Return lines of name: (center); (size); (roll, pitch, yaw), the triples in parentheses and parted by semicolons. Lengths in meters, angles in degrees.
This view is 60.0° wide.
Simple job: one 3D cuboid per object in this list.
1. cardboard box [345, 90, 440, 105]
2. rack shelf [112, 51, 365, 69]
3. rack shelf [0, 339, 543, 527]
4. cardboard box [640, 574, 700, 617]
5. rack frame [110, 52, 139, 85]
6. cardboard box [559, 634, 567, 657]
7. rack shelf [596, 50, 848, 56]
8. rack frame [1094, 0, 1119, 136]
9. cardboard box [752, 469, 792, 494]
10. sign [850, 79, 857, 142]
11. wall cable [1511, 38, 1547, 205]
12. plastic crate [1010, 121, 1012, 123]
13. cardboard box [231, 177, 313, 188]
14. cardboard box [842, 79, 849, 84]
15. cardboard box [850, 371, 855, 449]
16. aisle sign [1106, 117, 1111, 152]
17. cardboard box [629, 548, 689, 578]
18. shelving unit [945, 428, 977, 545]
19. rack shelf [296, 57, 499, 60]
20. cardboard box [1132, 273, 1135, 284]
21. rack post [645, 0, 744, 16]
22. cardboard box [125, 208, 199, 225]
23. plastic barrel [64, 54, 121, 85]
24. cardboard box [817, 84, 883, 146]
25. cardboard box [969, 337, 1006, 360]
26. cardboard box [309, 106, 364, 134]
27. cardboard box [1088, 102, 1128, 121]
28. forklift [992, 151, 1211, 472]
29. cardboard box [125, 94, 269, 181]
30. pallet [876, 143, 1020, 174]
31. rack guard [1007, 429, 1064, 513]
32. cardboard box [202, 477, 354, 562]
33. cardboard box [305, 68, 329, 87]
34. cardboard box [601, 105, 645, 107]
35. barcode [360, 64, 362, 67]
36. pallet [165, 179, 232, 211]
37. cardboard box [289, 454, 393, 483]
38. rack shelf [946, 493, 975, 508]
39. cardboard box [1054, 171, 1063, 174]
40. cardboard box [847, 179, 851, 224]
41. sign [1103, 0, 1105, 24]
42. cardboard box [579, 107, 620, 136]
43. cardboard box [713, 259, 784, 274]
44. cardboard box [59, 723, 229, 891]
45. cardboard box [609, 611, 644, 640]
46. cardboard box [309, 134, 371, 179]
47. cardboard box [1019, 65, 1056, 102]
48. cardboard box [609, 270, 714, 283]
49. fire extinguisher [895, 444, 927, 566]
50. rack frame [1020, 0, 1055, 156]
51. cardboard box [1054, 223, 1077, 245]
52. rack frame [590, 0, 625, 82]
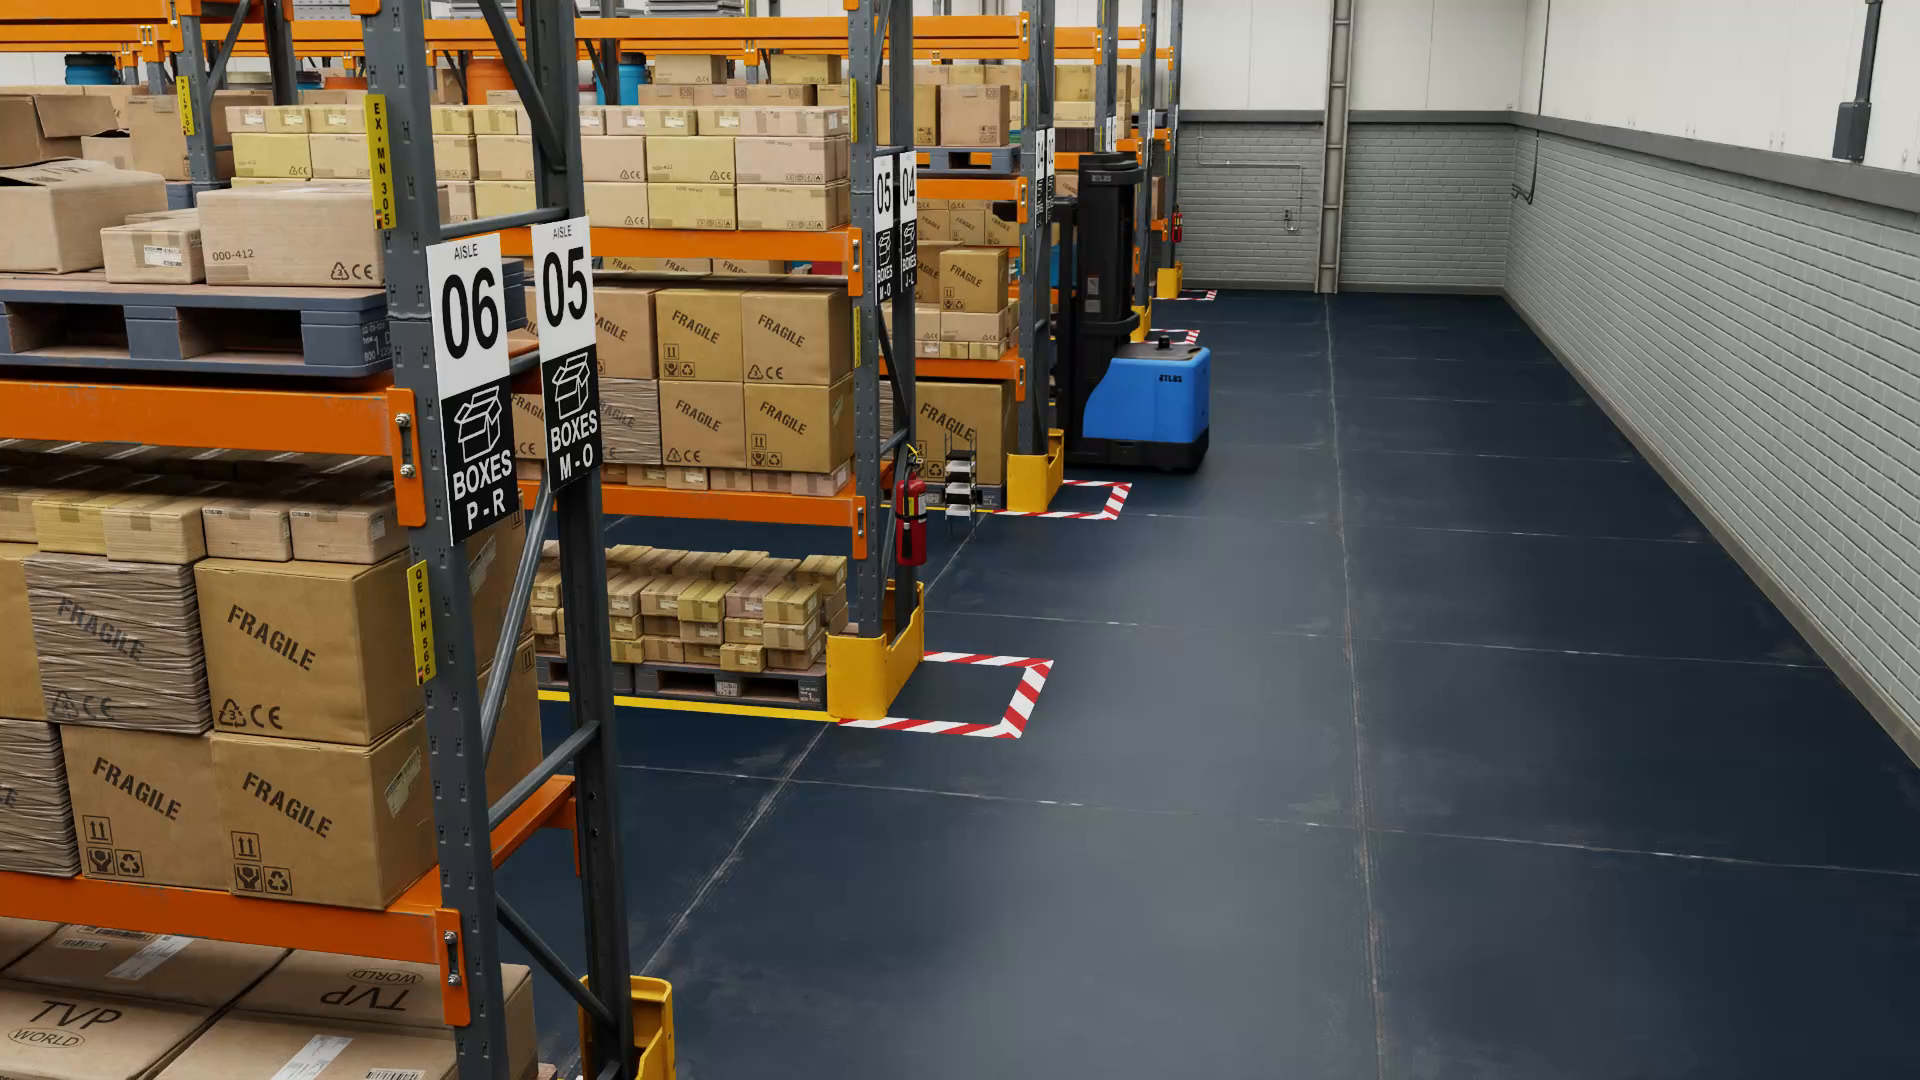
cardboard box: (-5.178, -3.860, 15.208); (0.637, 0.503, 0.797); (3, 16, 10)
rack shelf: (-11.086, -7.527, 25.906); (4.000, 0.370, 1.077); (3, 16, 11)
rack shelf: (-3.279, -0.452, 5.235); (4.000, 0.370, 1.077); (3, 16, 11)
cardboard box: (-1.756, 0.336, 10.098); (0.250, 0.149, 0.380); (2, 16, 9)
rack frame: (-13.046, -8.173, 26.140); (0.127, 3.000, 1.000); (3, 16, 11)
cardboard box: (-2.274, 0.600, 10.260); (0.250, 0.149, 0.380); (3, 16, 12)
rack shelf: (-3.246, -7.102, 24.369); (4.000, 0.370, 1.077); (3, 16, 11)
rack frame: (1.642, -6.026, 18.390); (0.127, 3.000, 1.000); (3, 16, 11)
cardboard box: (-1.044, -0.393, 9.762); (0.250, 0.149, 0.380); (3, 16, 11)
sign: (-0.562, -2.276, 8.810); (0.005, 0.325, 0.100); (3, 16, 11)
wall cable: (9.088, -6.727, 26.737); (0.112, 2.526, 3.097); (3, 16, 11)
plastic crate: (0.200, -4.704, 19.352); (0.767, 0.338, 0.504); (3, 16, 11)
cardboard box: (-3.951, -2.040, 9.899); (0.500, 0.250, 0.500); (4, 16, 14)
cardboard box: (-1.766, -6.434, 24.320); (0.600, 0.600, 0.600); (2, 16, 6)
cardboard box: (-0.817, -0.835, 10.143); (0.500, 0.500, 0.500); (4, 16, 14)
aisle sign: (1.655, -4.308, 18.554); (0.004, 0.787, 0.394); (3, 16, 11)
cardboard box: (-1.923, 0.182, 10.656); (0.250, 0.149, 0.380); (4, 16, 13)
shelving unit: (0.008, -0.433, 13.370); (0.210, 0.900, 0.258); (3, 16, 11)
rack shelf: (-10.103, -9.014, 30.532); (4.000, 0.370, 1.077); (3, 16, 11)
cardboard box: (2.911, -4.736, 28.865); (0.500, 0.500, 0.700); (3, 16, 11)
rack post: (-3.097, -6.256, 19.360); (0.954, 0.300, 0.937); (3, 16, 10)
cardboard box: (-2.340, -0.940, 5.145); (0.250, 0.149, 0.380); (4, 16, 13)
plastic barrel: (-11.071, -5.744, 21.265); (0.708, 0.901, 0.600); (3, 16, 11)
cardboard box: (-0.909, -3.674, 14.355); (0.500, 0.500, 0.700); (2, 16, 7)
cardboard box: (0.241, -1.651, 14.305); (0.250, 0.149, 0.380); (3, 16, 12)
cardboard box: (-3.598, -2.466, 9.754); (0.250, 0.149, 0.380); (3, 16, 10)
cardboard box: (2.079, -6.006, 23.279); (0.500, 0.250, 0.500); (3, 16, 11)
forklift: (0.894, -2.266, 16.182); (3.031, 2.935, 1.130); (5, 16, 17)
cardboard box: (-4.701, -2.505, 10.324); (0.500, 0.500, 0.700); (3, 16, 11)
pallet: (-0.074, -3.279, 14.258); (1.213, 0.211, 1.003); (3, 16, 11)
rack guard: (0.679, -0.634, 14.843); (0.348, 0.500, 1.175); (3, 16, 11)
cardboard box: (-1.964, -0.064, 4.827); (0.250, 0.149, 0.380); (3, 16, 12)
cardboard box: (-11.733, -8.479, 30.767); (0.500, 0.500, 0.500); (2, 16, 7)
cardboard box: (-1.953, -2.520, 9.950); (0.250, 0.149, 0.380); (4, 16, 13)
barcode: (-11.267, -8.936, 31.329); (0.075, 0.075, 0.001); (3, 16, 11)
pallet: (-4.935, -2.176, 10.461); (1.003, 0.211, 1.213); (3, 16, 11)
cardboard box: (-1.883, -0.176, 5.234); (0.250, 0.149, 0.380); (4, 16, 12)
rack shelf: (0.008, -0.314, 13.403); (0.200, 0.077, 0.258); (3, 16, 11)
cardboard box: (1.248, -5.107, 24.250); (0.500, 0.500, 0.500); (3, 16, 12)
cardboard box: (-0.821, -2.011, 9.796); (0.500, 0.250, 0.500); (4, 16, 13)
sign: (1.549, -5.726, 17.911); (0.005, 0.325, 0.100); (3, 16, 11)
cardboard box: (-2.065, -2.371, 9.411); (0.250, 0.149, 0.380); (3, 16, 12)
cardboard box: (-1.854, -2.338, 14.631); (0.500, 0.500, 0.500); (3, 16, 9)
cardboard box: (-2.334, 0.718, 5.095); (0.500, 0.500, 0.500); (3, 16, 10)
cardboard box: (-2.026, 0.476, 10.151); (0.250, 0.149, 0.380); (3, 16, 12)
cardboard box: (-3.440, -2.258, 9.751); (0.500, 0.250, 0.500); (3, 16, 11)
cardboard box: (1.142, -6.477, 23.575); (0.500, 0.500, 0.700); (3, 16, 11)
cardboard box: (-1.820, -1.373, 10.211); (0.500, 0.500, 0.500); (3, 16, 10)
fire extinguisher: (-0.277, -0.196, 9.425); (0.183, 0.674, 0.296); (3, 16, 11)
rack frame: (0.655, -4.731, 13.713); (0.127, 3.000, 1.000); (3, 16, 11)
cardboard box: (1.631, -4.458, 23.780); (0.500, 0.500, 0.500); (3, 16, 12)
rack frame: (-5.206, -7.747, 24.604); (0.127, 3.000, 1.000); (3, 16, 11)
